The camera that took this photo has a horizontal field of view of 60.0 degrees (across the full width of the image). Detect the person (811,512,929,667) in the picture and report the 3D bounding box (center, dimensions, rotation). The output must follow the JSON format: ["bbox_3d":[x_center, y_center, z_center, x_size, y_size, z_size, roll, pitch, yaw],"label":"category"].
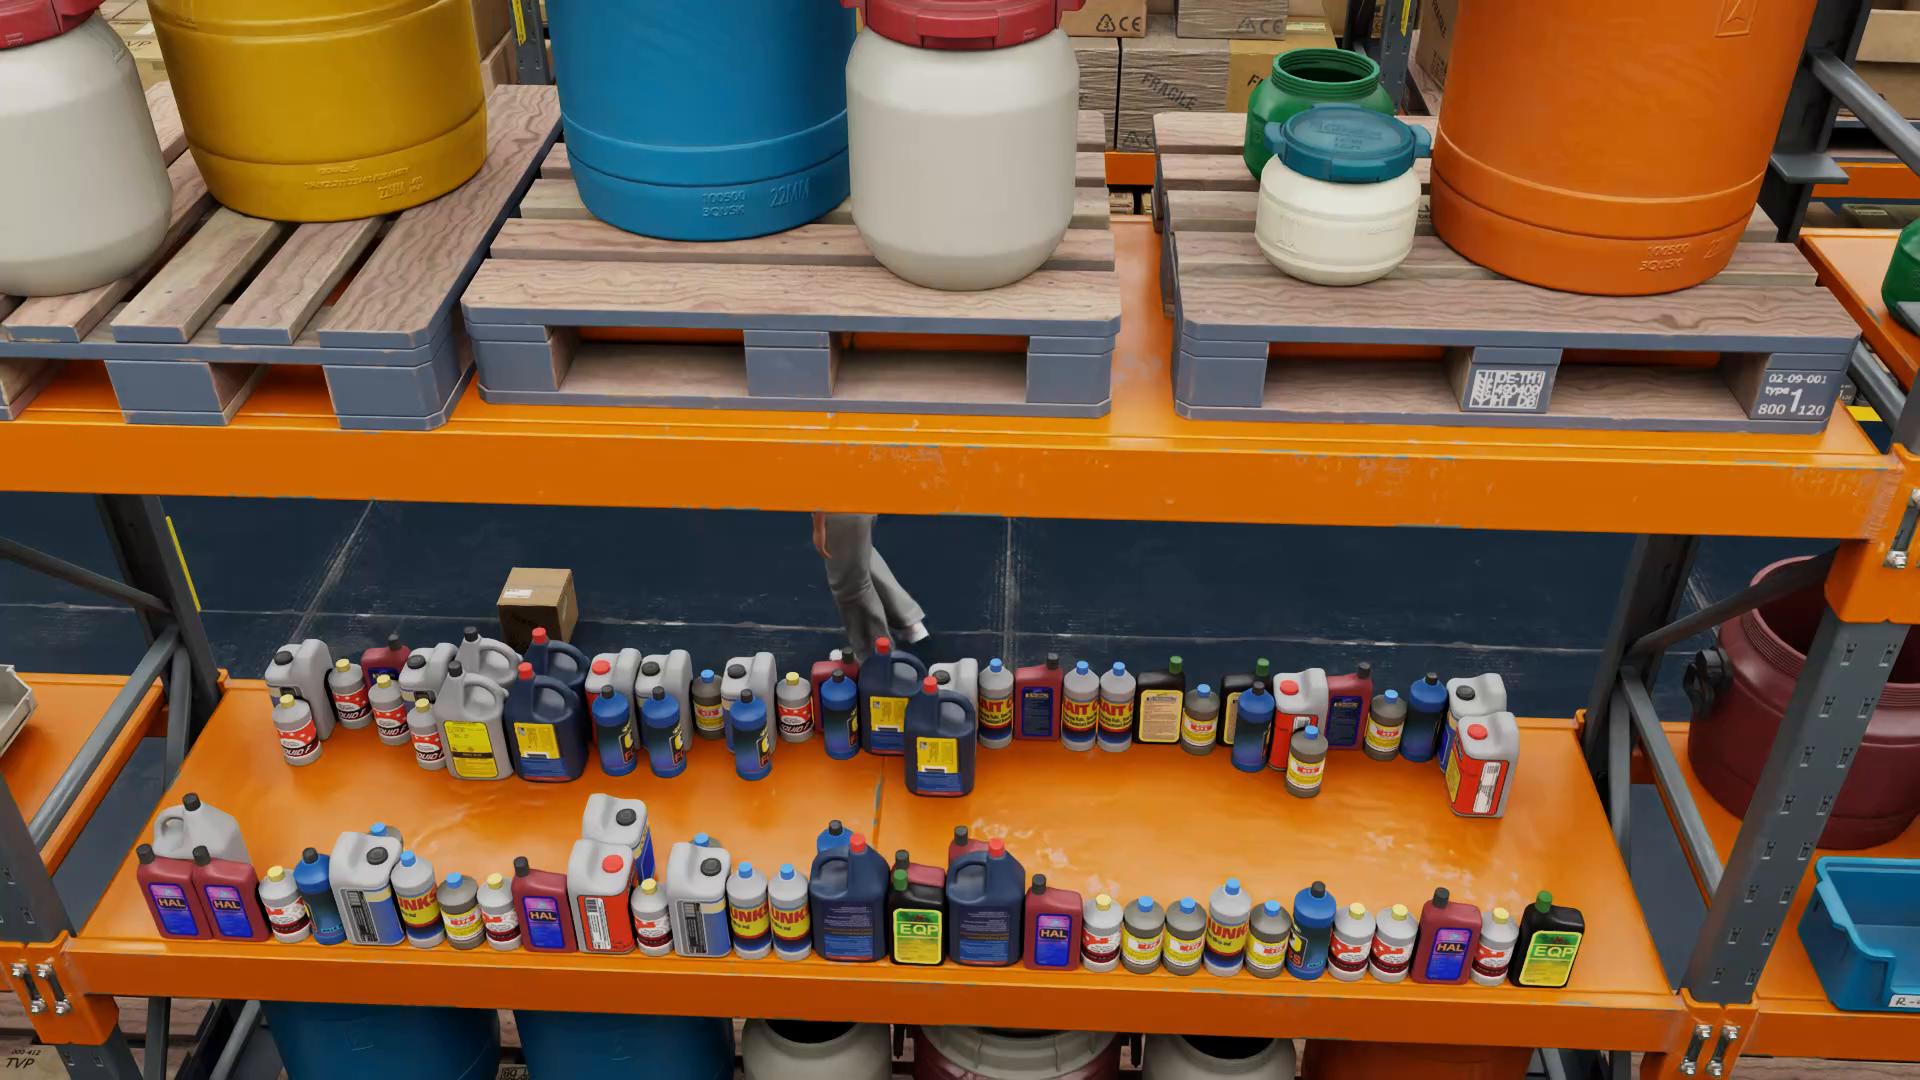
[{"bbox_3d":[-0.383,-0.135,6.321,0.485,1.663,0.502,17,39,22],"label":"person"}]
